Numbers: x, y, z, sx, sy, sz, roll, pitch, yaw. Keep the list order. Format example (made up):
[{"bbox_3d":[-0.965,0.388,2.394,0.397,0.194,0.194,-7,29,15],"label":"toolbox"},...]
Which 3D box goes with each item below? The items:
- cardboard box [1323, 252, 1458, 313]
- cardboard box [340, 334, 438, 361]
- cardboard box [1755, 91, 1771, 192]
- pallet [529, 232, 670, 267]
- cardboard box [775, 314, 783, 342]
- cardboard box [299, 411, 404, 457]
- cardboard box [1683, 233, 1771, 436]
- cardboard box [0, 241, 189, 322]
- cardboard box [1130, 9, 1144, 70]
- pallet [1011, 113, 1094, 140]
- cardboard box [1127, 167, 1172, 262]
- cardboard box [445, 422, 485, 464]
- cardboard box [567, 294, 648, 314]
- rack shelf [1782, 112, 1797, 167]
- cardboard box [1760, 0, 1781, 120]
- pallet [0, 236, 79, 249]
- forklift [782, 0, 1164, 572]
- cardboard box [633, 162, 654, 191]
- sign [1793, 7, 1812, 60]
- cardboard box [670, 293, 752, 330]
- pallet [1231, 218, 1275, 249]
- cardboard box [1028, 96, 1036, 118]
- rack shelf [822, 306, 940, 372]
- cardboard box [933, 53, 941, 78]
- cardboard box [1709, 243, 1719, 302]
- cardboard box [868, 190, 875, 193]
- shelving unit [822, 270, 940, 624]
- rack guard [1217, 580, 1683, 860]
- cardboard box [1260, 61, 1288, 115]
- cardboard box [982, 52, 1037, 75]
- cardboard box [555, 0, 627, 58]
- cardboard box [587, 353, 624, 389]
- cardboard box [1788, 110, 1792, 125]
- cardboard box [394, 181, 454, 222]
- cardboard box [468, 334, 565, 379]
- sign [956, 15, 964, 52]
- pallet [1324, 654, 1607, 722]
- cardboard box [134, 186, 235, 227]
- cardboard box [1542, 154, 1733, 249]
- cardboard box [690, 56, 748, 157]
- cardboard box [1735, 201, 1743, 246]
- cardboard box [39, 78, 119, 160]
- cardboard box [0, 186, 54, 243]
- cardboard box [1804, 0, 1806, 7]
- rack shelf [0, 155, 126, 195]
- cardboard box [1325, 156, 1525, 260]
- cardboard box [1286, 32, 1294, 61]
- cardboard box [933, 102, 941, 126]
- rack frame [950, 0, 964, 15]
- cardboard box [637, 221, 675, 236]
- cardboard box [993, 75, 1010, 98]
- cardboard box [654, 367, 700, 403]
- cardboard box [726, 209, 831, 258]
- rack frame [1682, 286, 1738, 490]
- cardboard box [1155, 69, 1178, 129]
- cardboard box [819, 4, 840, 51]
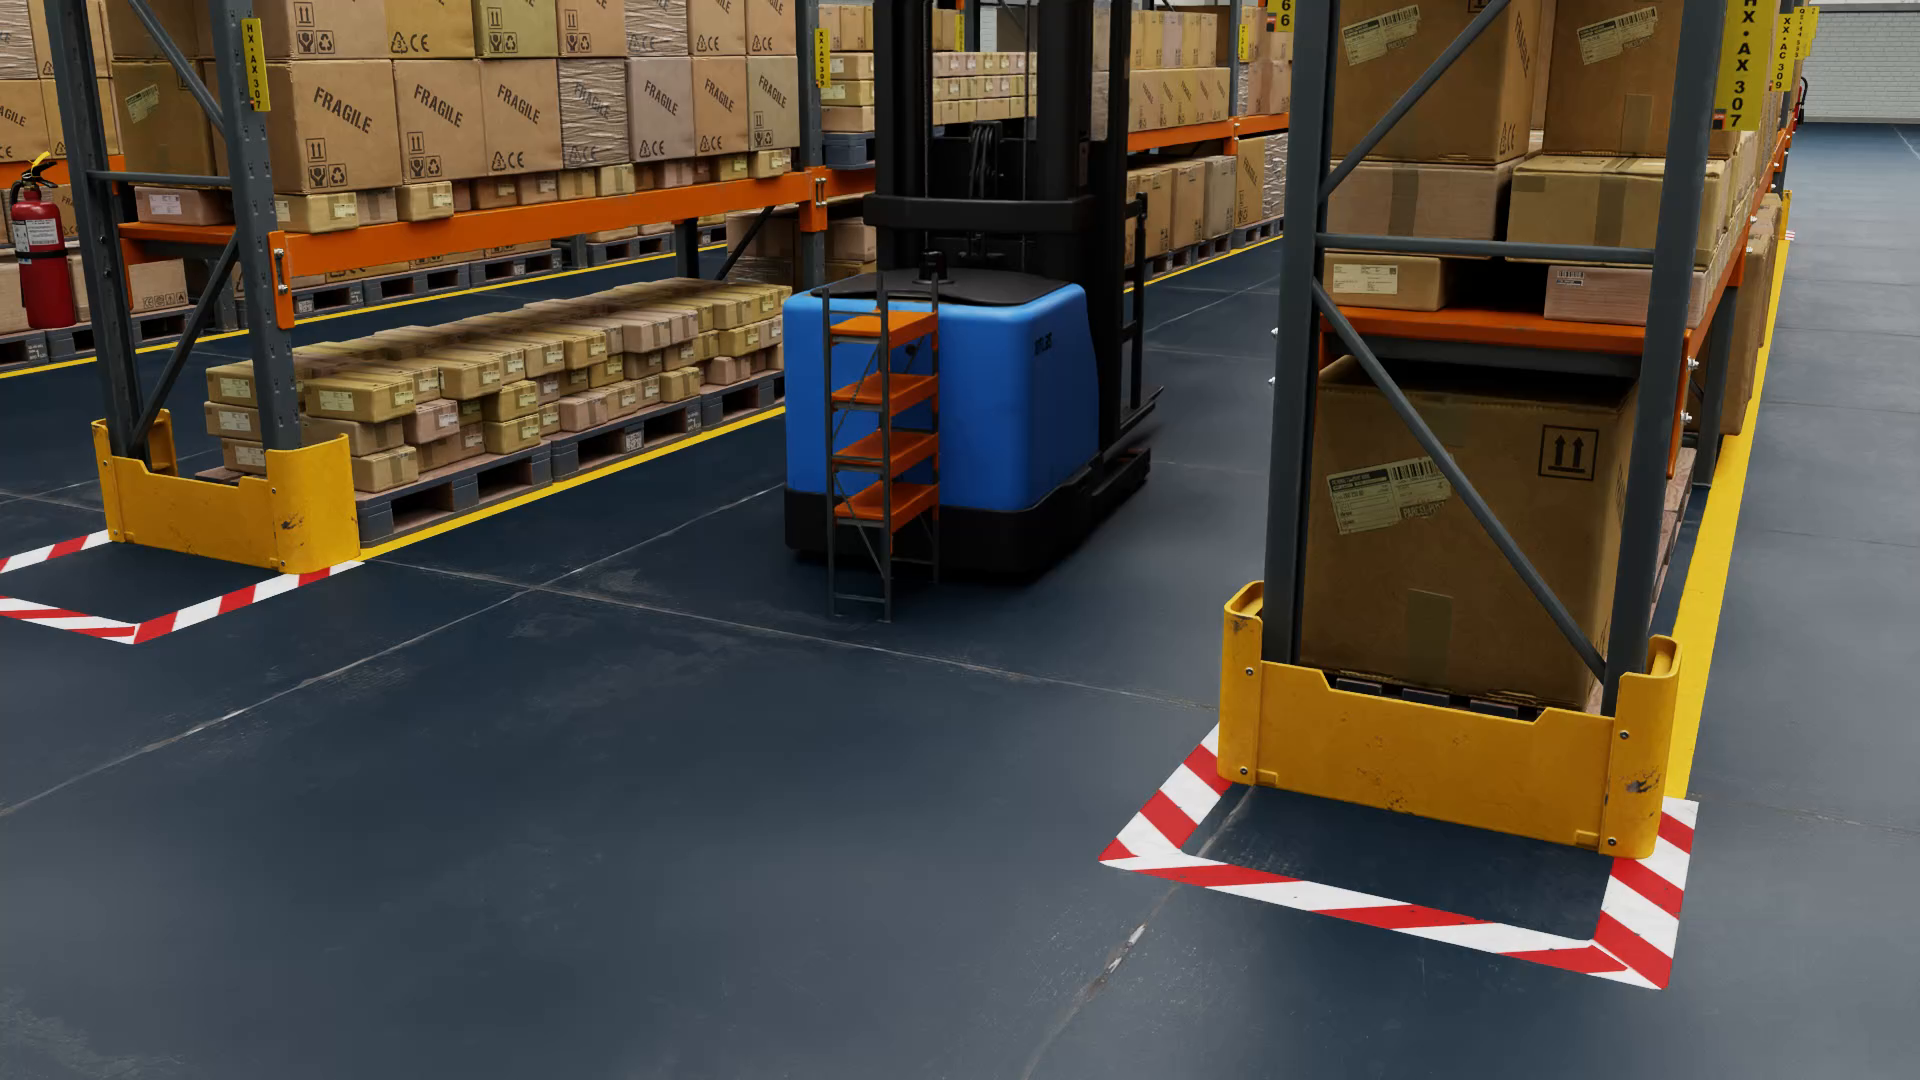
[{"bbox_3d":[1.190,-0.748,4.715,0.380,0.149,0.250,8,19,26],"label":"cardboard box"},{"bbox_3d":[-2.719,-0.876,7.931,0.380,0.149,0.250,7,18,23],"label":"cardboard box"},{"bbox_3d":[3.765,-2.016,8.368,0.500,0.500,0.500,8,18,25],"label":"cardboard box"},{"bbox_3d":[-3.615,-2.896,16.405,1.003,0.211,1.213,8,18,25],"label":"pallet"},{"bbox_3d":[-1.136,-1.268,9.772,0.380,0.149,0.250,9,19,26],"label":"cardboard box"},{"bbox_3d":[-2.603,-0.471,7.088,0.380,0.149,0.250,9,19,28],"label":"cardboard box"},{"bbox_3d":[3.381,-1.103,8.464,1.225,0.875,0.875,8,18,26],"label":"cardboard box"},{"bbox_3d":[-6.130,-1.842,11.721,0.875,0.438,0.875,8,18,25],"label":"cardboard box"},{"bbox_3d":[1.169,-4.331,14.405,0.700,0.500,0.500,8,18,25],"label":"cardboard box"},{"bbox_3d":[0.285,-3.143,12.676,1.213,0.211,1.003,8,18,25],"label":"pallet"},{"bbox_3d":[1.248,-2.920,14.801,1.050,0.750,0.750,8,19,26],"label":"cardboard box"},{"bbox_3d":[-2.398,-0.461,7.578,0.380,0.149,0.250,8,18,26],"label":"cardboard box"},{"bbox_3d":[-1.960,-1.267,9.247,0.380,0.149,0.250,8,18,24],"label":"cardboard box"},{"bbox_3d":[7.581,-3.957,16.342,1.077,0.370,4.000,8,18,25],"label":"rack shelf"},{"bbox_3d":[3.146,-2.034,7.027,0.500,0.500,0.500,9,19,27],"label":"cardboard box"},{"bbox_3d":[-9.322,-2.833,16.192,1.003,0.211,1.213,8,18,25],"label":"pallet"},{"bbox_3d":[0.274,-1.660,7.466,1.130,2.935,3.031,6,18,19],"label":"forklift"},{"bbox_3d":[-1.782,-1.855,8.442,0.380,0.149,0.250,8,18,25],"label":"cardboard box"},{"bbox_3d":[5.398,-3.259,10.694,0.100,0.325,0.005,8,18,25],"label":"sign"},{"bbox_3d":[-1.389,-1.273,9.267,0.380,0.149,0.250,8,18,25],"label":"cardboard box"},{"bbox_3d":[2.705,-3.296,17.751,1.003,0.211,1.213,8,18,25],"label":"pallet"},{"bbox_3d":[0.357,-3.135,12.016,0.380,0.149,0.250,8,18,25],"label":"cardboard box"},{"bbox_3d":[-0.278,-0.727,5.984,0.258,0.148,0.480,6,18,19],"label":"rack shelf"},{"bbox_3d":[-0.342,-3.019,10.580,0.380,0.149,0.250,8,18,25],"label":"cardboard box"},{"bbox_3d":[2.006,-0.795,4.872,0.380,0.149,0.250,8,18,24],"label":"cardboard box"},{"bbox_3d":[-1.210,-4.325,20.410,0.500,0.250,0.500,8,18,25],"label":"cardboard box"},{"bbox_3d":[-0.278,-0.350,6.096,0.258,1.200,0.503,6,18,19],"label":"shelving unit"},{"bbox_3d":[1.314,0.469,4.569,1.175,0.500,0.348,8,18,25],"label":"rack guard"},{"bbox_3d":[3.021,-4.882,17.930,0.875,0.550,0.550,8,18,25],"label":"cardboard box"},{"bbox_3d":[0.352,-3.414,11.910,0.380,0.149,0.250,9,19,27],"label":"cardboard box"},{"bbox_3d":[-1.932,-2.532,7.827,0.500,0.500,0.500,7,18,24],"label":"cardboard box"},{"bbox_3d":[-1.941,-0.880,8.466,0.380,0.149,0.250,9,19,28],"label":"cardboard box"},{"bbox_3d":[7.514,-3.941,15.466,0.380,0.149,0.250,8,18,25],"label":"cardboard box"},{"bbox_3d":[-2.384,-1.445,7.061,0.380,0.149,0.250,8,18,24],"label":"cardboard box"},{"bbox_3d":[-2.117,-0.879,7.941,0.380,0.149,0.250,9,19,28],"label":"cardboard box"},{"bbox_3d":[0.010,-4.055,13.375,0.100,0.325,0.005,8,18,25],"label":"sign"},{"bbox_3d":[1.612,0.387,5.350,1.003,0.211,1.213,8,18,25],"label":"pallet"},{"bbox_3d":[-3.174,-1.391,6.881,0.380,0.149,0.250,8,18,25],"label":"cardboard box"},{"bbox_3d":[2.007,-1.028,4.957,0.500,0.250,0.500,8,18,25],"label":"cardboard box"},{"bbox_3d":[-1.476,-2.311,8.838,0.500,0.500,0.500,8,18,24],"label":"cardboard box"},{"bbox_3d":[2.695,-1.187,6.195,0.380,0.149,0.250,8,18,24],"label":"cardboard box"},{"bbox_3d":[-5.957,-2.781,10.943,0.500,0.500,0.500,8,18,24],"label":"cardboard box"},{"bbox_3d":[-9.085,-3.138,15.975,0.500,0.500,0.500,7,18,23],"label":"cardboard box"},{"bbox_3d":[7.338,-4.672,15.032,0.500,0.500,0.500,8,18,25],"label":"cardboard box"},{"bbox_3d":[-6.647,-2.161,10.296,1.077,0.370,4.000,8,18,25],"label":"rack shelf"},{"bbox_3d":[1.304,-0.964,4.742,0.500,0.250,0.500,8,18,24],"label":"cardboard box"},{"bbox_3d":[3.226,-5.539,18.246,0.875,0.550,0.500,8,18,25],"label":"cardboard box"},{"bbox_3d":[-0.345,-2.732,10.659,0.380,0.149,0.250,8,18,26],"label":"cardboard box"},{"bbox_3d":[-0.391,-6.072,22.200,1.000,3.000,0.127,8,18,25],"label":"rack frame"},{"bbox_3d":[-3.382,-3.308,16.770,0.950,0.372,0.625,8,18,24],"label":"cardboard box"},{"bbox_3d":[0.120,-3.141,11.513,0.380,0.149,0.250,9,19,27],"label":"cardboard box"},{"bbox_3d":[-1.612,-0.839,8.851,0.380,0.149,0.250,8,18,25],"label":"cardboard box"},{"bbox_3d":[-1.173,-1.996,10.811,0.500,0.250,0.500,8,18,24],"label":"cardboard box"},{"bbox_3d":[3.112,-1.755,7.664,1.000,3.000,0.127,8,18,25],"label":"rack frame"},{"bbox_3d":[1.625,-3.943,14.856,0.500,0.500,0.500,8,18,25],"label":"cardboard box"},{"bbox_3d":[-1.788,-5.807,18.855,0.700,0.500,0.500,8,18,25],"label":"cardboard box"}]
